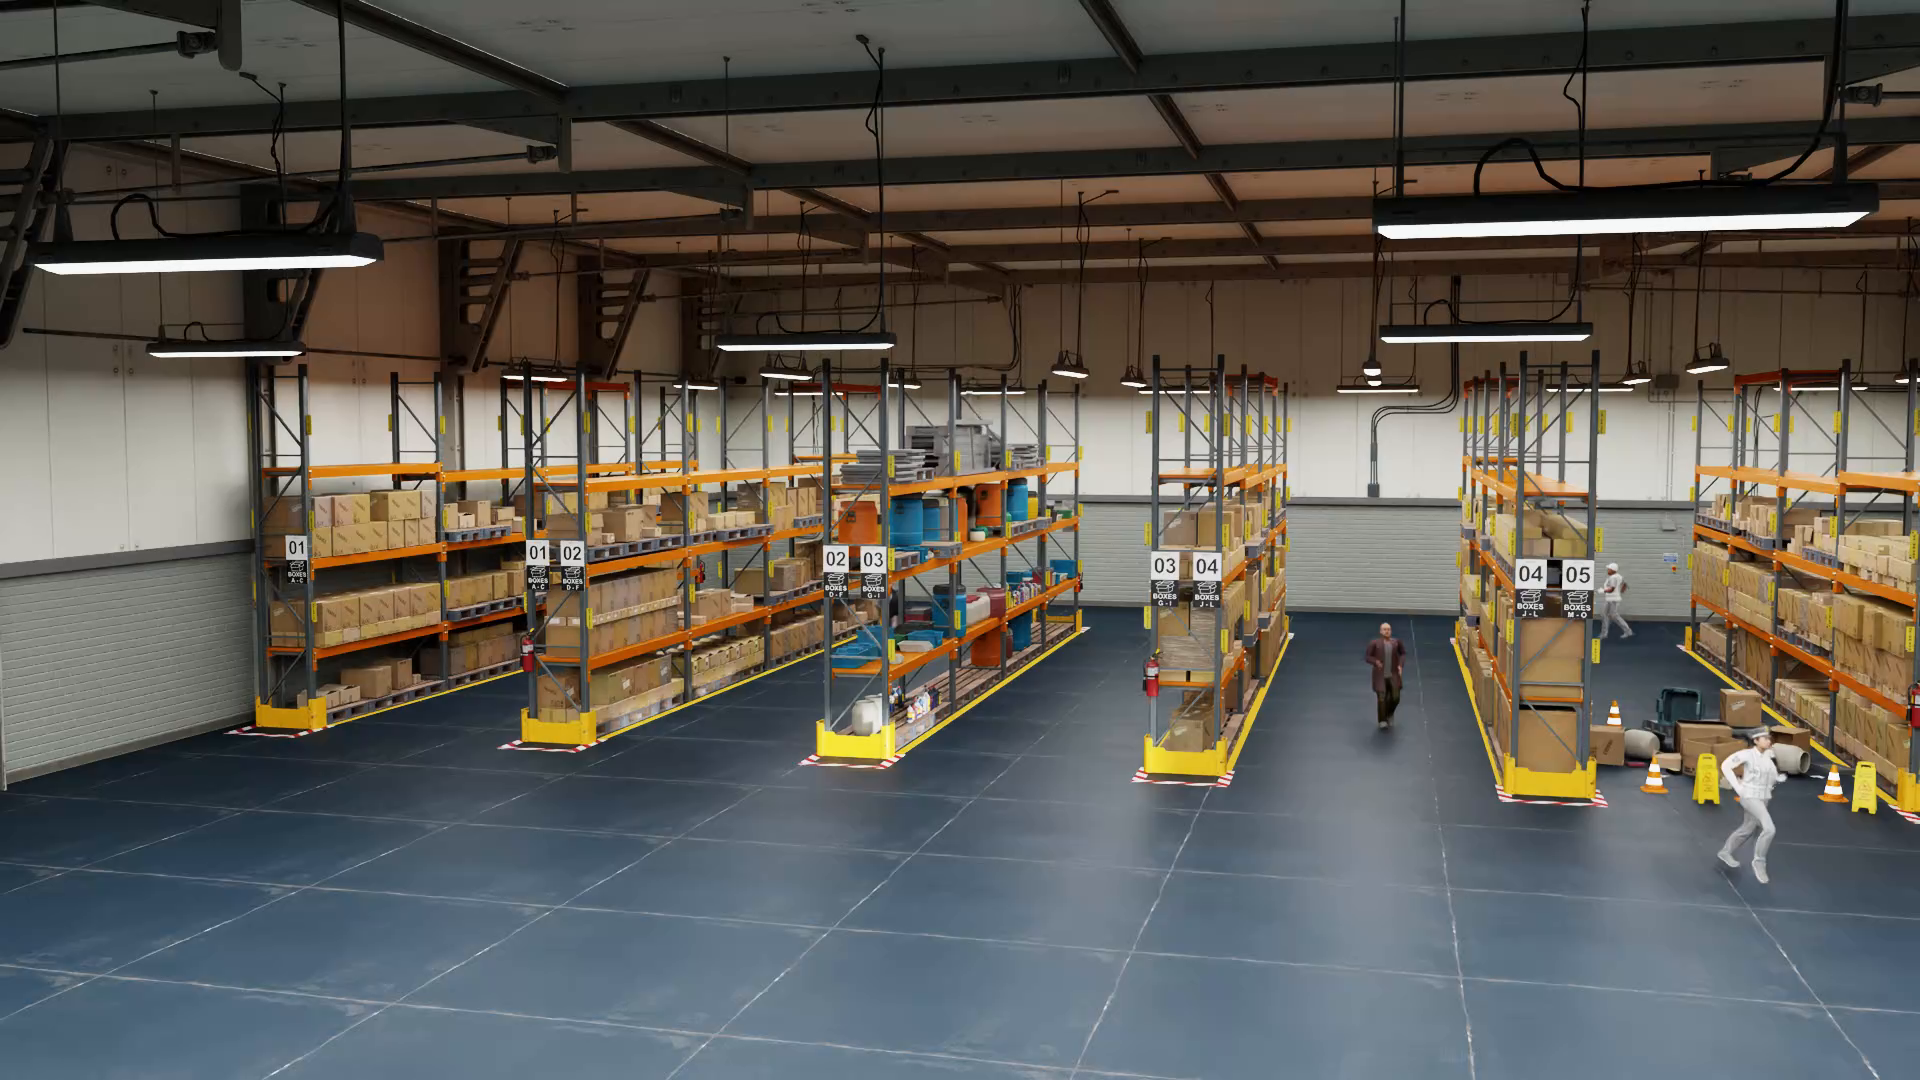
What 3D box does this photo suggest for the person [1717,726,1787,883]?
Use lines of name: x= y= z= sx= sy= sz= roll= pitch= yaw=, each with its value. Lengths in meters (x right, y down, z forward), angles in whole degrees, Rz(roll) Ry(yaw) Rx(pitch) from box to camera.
person: x=8.804 y=2.897 z=18.476 sx=0.592 sy=1.730 sz=0.762 roll=-2 pitch=5 yaw=-31

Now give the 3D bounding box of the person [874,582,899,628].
person: x=-1.513 y=1.669 z=35.430 sx=0.613 sy=1.696 sz=0.911 roll=0 pitch=4 yaw=2

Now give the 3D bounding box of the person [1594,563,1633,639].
person: x=15.225 y=1.448 z=38.671 sx=0.852 sy=1.817 sz=0.675 roll=2 pitch=4 yaw=25

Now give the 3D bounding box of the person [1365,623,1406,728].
person: x=7.013 y=2.242 z=27.295 sx=0.697 sy=1.741 sz=0.639 roll=0 pitch=4 yaw=4
